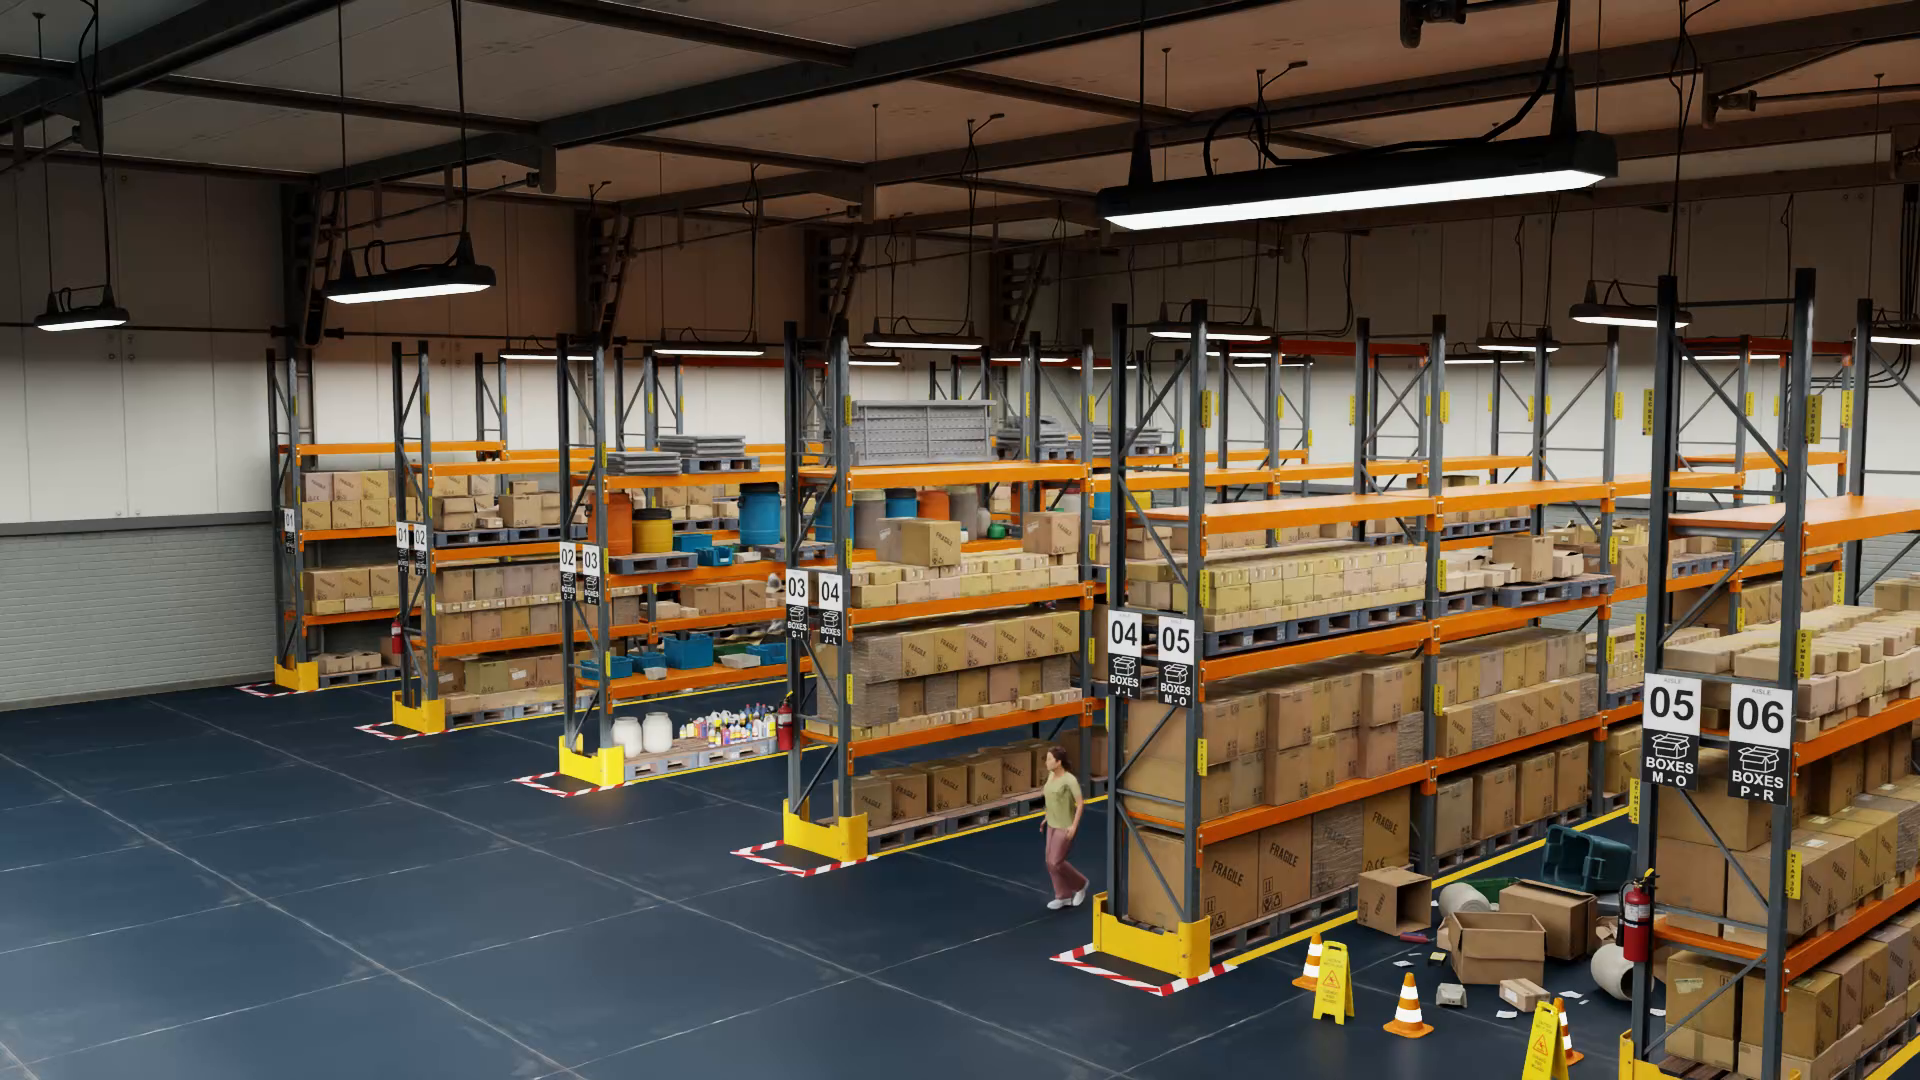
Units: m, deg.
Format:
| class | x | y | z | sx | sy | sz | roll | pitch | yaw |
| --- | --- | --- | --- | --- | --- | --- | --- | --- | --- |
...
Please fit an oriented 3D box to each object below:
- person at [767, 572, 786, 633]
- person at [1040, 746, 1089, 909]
| class | x | y | z | sx | sy | sz | roll | pitch | yaw |
| --- | --- | --- | --- | --- | --- | --- | --- | --- | --- |
| person | -3.847 | 1.314 | 34.087 | 0.524 | 1.764 | 0.575 | -3 | 6 | -28 |
| person | 1.074 | 2.897 | 16.790 | 0.503 | 1.654 | 0.545 | -3 | 6 | -29 |
